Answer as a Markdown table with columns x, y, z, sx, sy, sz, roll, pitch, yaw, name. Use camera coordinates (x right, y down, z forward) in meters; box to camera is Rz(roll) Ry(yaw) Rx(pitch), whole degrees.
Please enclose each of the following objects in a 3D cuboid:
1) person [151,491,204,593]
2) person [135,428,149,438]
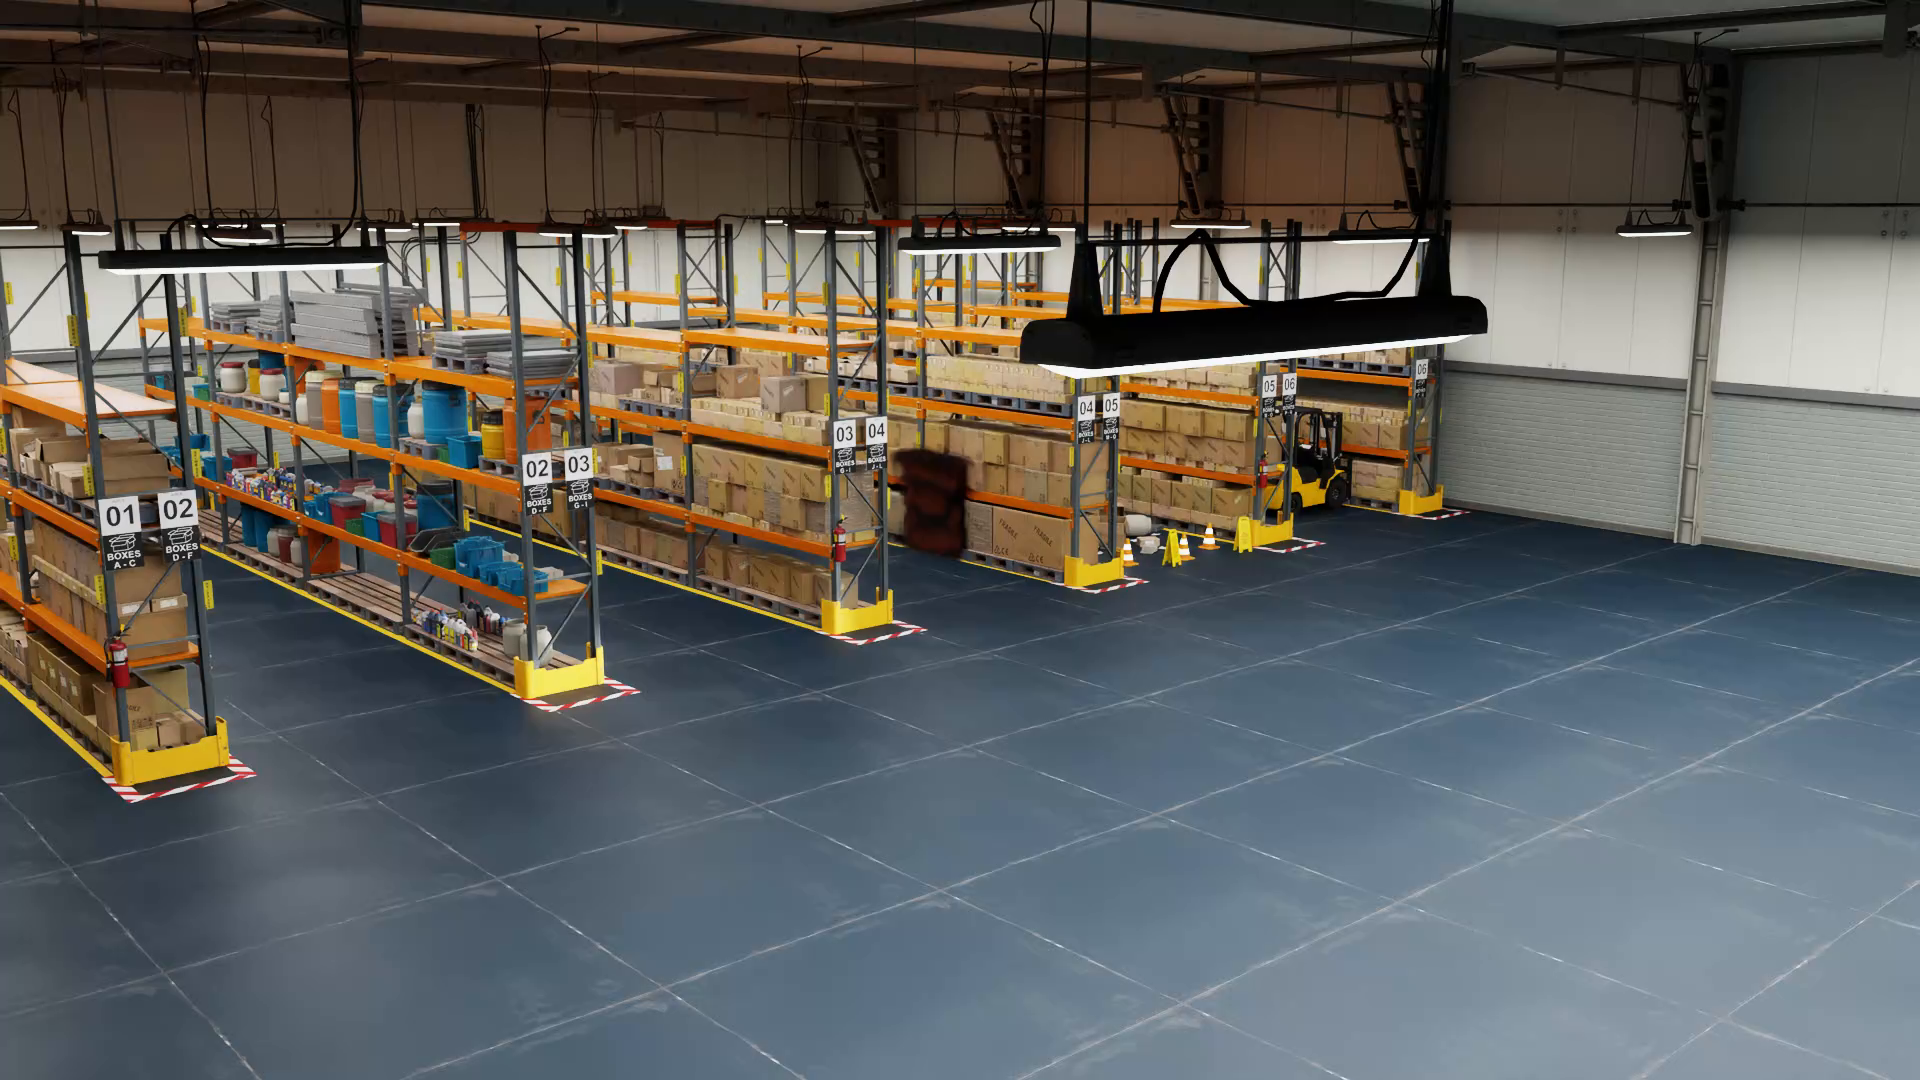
| x | y | z | sx | sy | sz | roll | pitch | yaw | name |
| --- | --- | --- | --- | --- | --- | --- | --- | --- | --- |
| -12.978 | 0.028 | 27.526 | 0.773 | 1.799 | 0.878 | -10 | 15 | -40 | person |
| -17.089 | -1.500 | 34.862 | 0.667 | 1.698 | 1.014 | -4 | 12 | -19 | person |
